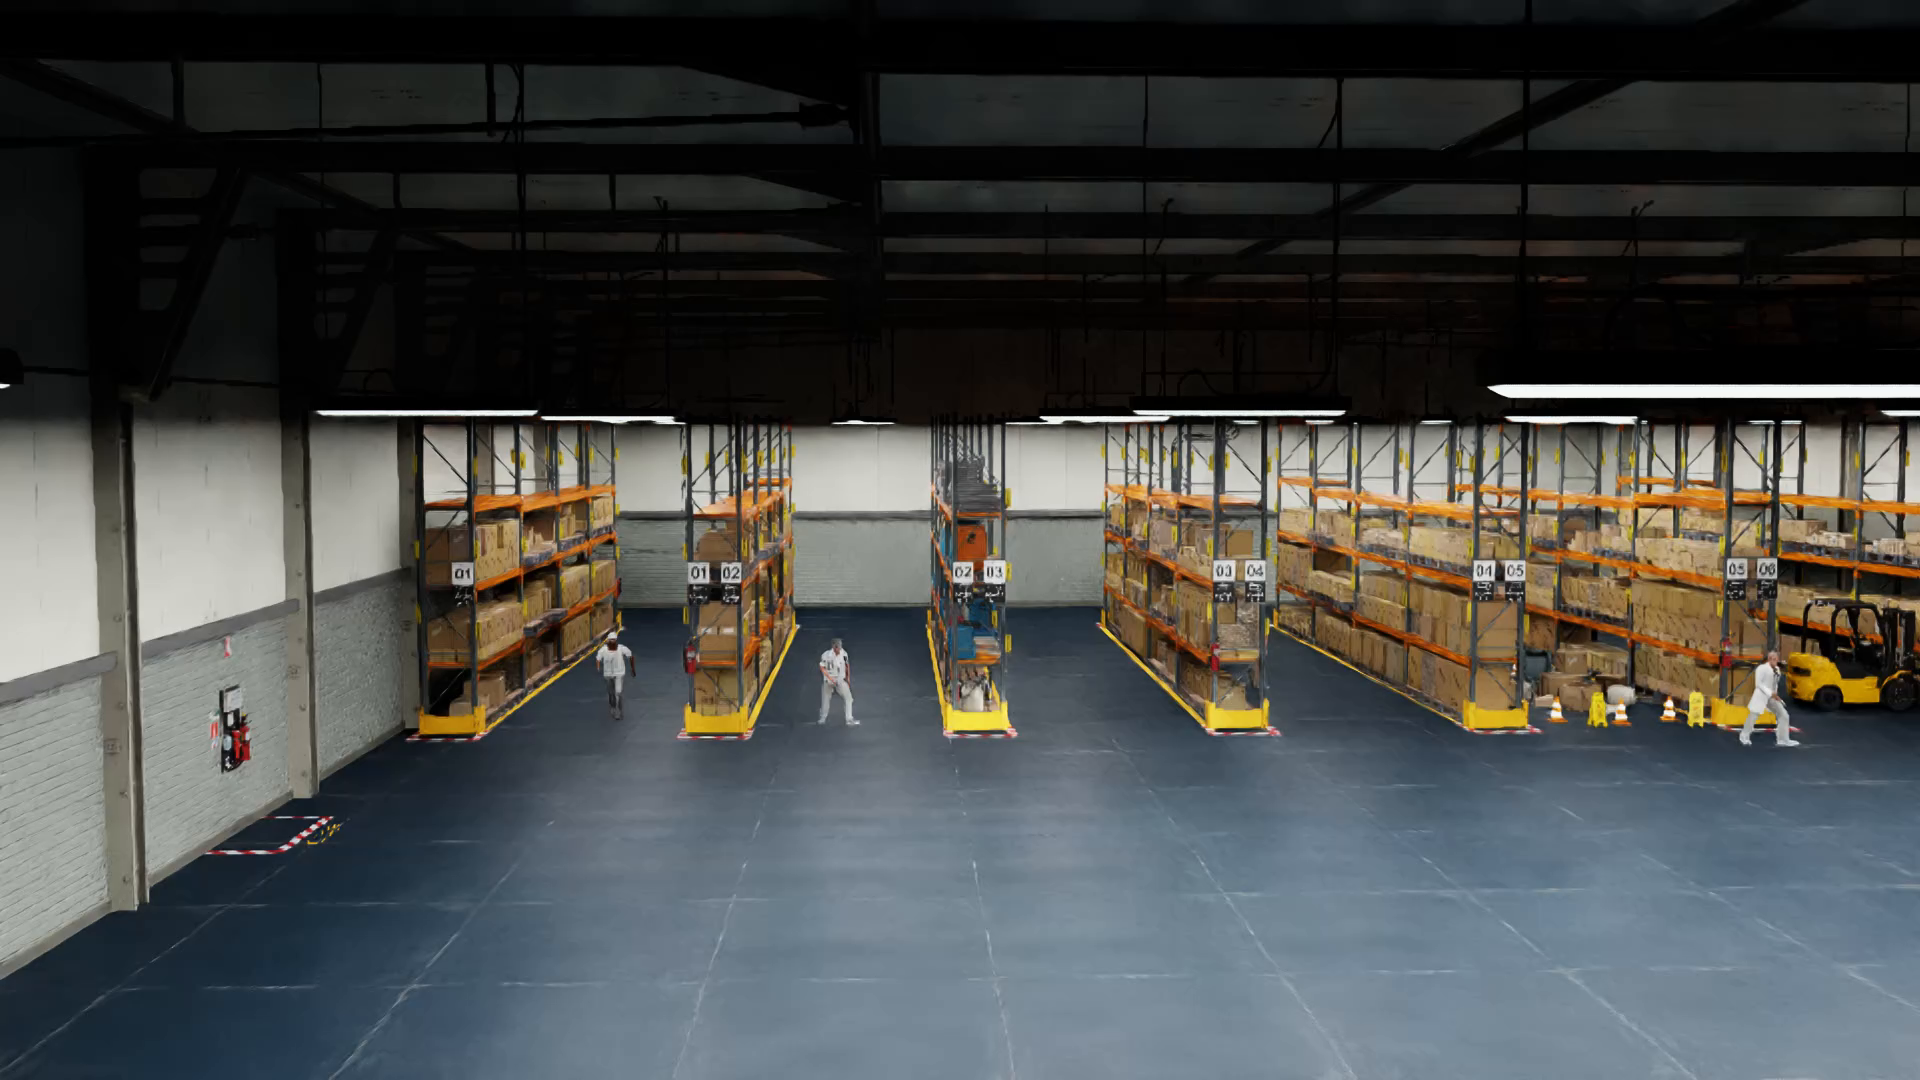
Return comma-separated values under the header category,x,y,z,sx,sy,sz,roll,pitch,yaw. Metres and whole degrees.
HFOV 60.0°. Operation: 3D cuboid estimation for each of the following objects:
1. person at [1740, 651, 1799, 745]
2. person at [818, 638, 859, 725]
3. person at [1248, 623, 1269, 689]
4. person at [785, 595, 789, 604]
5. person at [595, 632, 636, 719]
category,x,y,z,sx,sy,sz,roll,pitch,yaw
person,14.450,2.827,29.802,0.733,1.716,0.871,-2,4,-21
person,-2.380,2.694,31.942,0.705,1.694,0.833,-2,4,-21
person,6.555,2.362,36.471,0.471,1.739,0.628,-2,5,-31
person,-5.516,1.396,50.924,0.689,1.712,0.810,-1,4,-21
person,-6.810,2.641,32.767,0.734,1.697,0.856,0,4,3
